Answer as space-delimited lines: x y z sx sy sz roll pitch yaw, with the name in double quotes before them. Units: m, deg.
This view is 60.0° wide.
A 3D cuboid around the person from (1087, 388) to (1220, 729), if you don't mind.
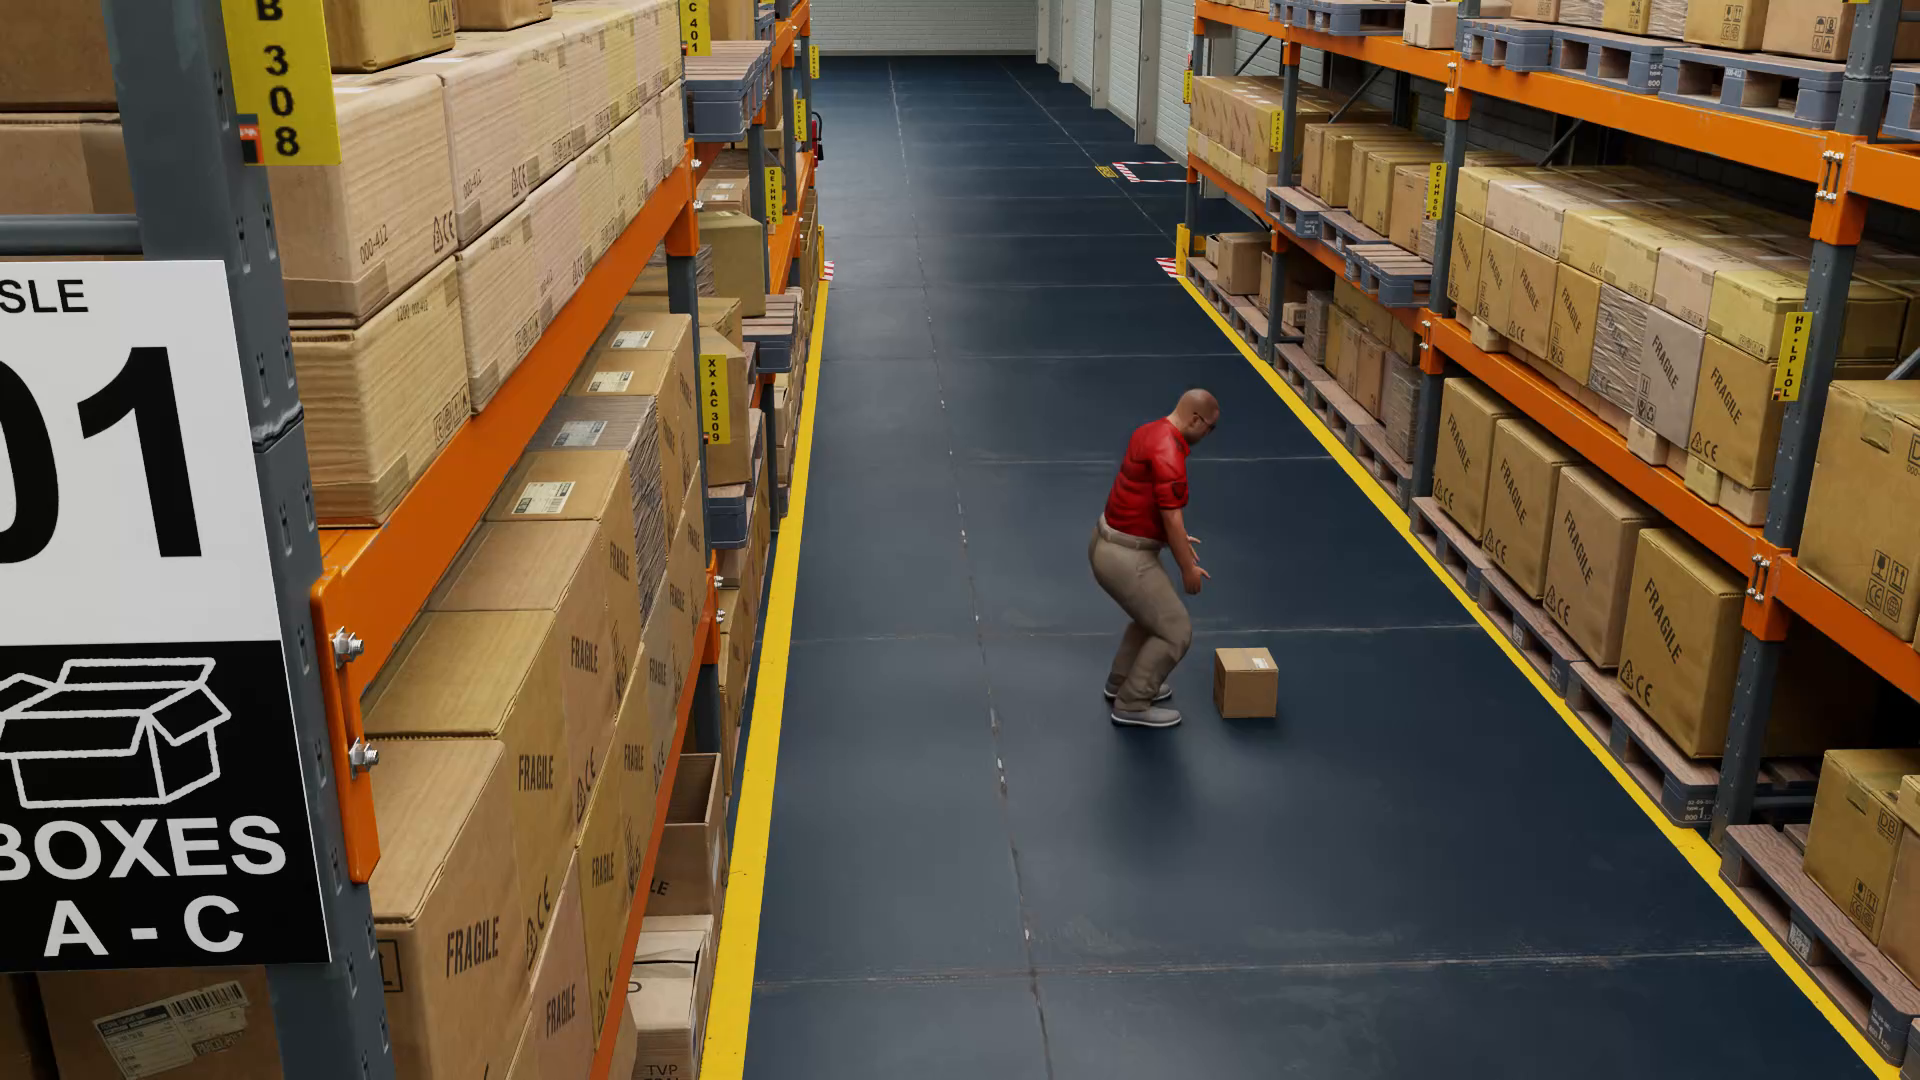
"person" 0.878 0.068 7.679 0.574 1.560 0.581 -1 20 -2
